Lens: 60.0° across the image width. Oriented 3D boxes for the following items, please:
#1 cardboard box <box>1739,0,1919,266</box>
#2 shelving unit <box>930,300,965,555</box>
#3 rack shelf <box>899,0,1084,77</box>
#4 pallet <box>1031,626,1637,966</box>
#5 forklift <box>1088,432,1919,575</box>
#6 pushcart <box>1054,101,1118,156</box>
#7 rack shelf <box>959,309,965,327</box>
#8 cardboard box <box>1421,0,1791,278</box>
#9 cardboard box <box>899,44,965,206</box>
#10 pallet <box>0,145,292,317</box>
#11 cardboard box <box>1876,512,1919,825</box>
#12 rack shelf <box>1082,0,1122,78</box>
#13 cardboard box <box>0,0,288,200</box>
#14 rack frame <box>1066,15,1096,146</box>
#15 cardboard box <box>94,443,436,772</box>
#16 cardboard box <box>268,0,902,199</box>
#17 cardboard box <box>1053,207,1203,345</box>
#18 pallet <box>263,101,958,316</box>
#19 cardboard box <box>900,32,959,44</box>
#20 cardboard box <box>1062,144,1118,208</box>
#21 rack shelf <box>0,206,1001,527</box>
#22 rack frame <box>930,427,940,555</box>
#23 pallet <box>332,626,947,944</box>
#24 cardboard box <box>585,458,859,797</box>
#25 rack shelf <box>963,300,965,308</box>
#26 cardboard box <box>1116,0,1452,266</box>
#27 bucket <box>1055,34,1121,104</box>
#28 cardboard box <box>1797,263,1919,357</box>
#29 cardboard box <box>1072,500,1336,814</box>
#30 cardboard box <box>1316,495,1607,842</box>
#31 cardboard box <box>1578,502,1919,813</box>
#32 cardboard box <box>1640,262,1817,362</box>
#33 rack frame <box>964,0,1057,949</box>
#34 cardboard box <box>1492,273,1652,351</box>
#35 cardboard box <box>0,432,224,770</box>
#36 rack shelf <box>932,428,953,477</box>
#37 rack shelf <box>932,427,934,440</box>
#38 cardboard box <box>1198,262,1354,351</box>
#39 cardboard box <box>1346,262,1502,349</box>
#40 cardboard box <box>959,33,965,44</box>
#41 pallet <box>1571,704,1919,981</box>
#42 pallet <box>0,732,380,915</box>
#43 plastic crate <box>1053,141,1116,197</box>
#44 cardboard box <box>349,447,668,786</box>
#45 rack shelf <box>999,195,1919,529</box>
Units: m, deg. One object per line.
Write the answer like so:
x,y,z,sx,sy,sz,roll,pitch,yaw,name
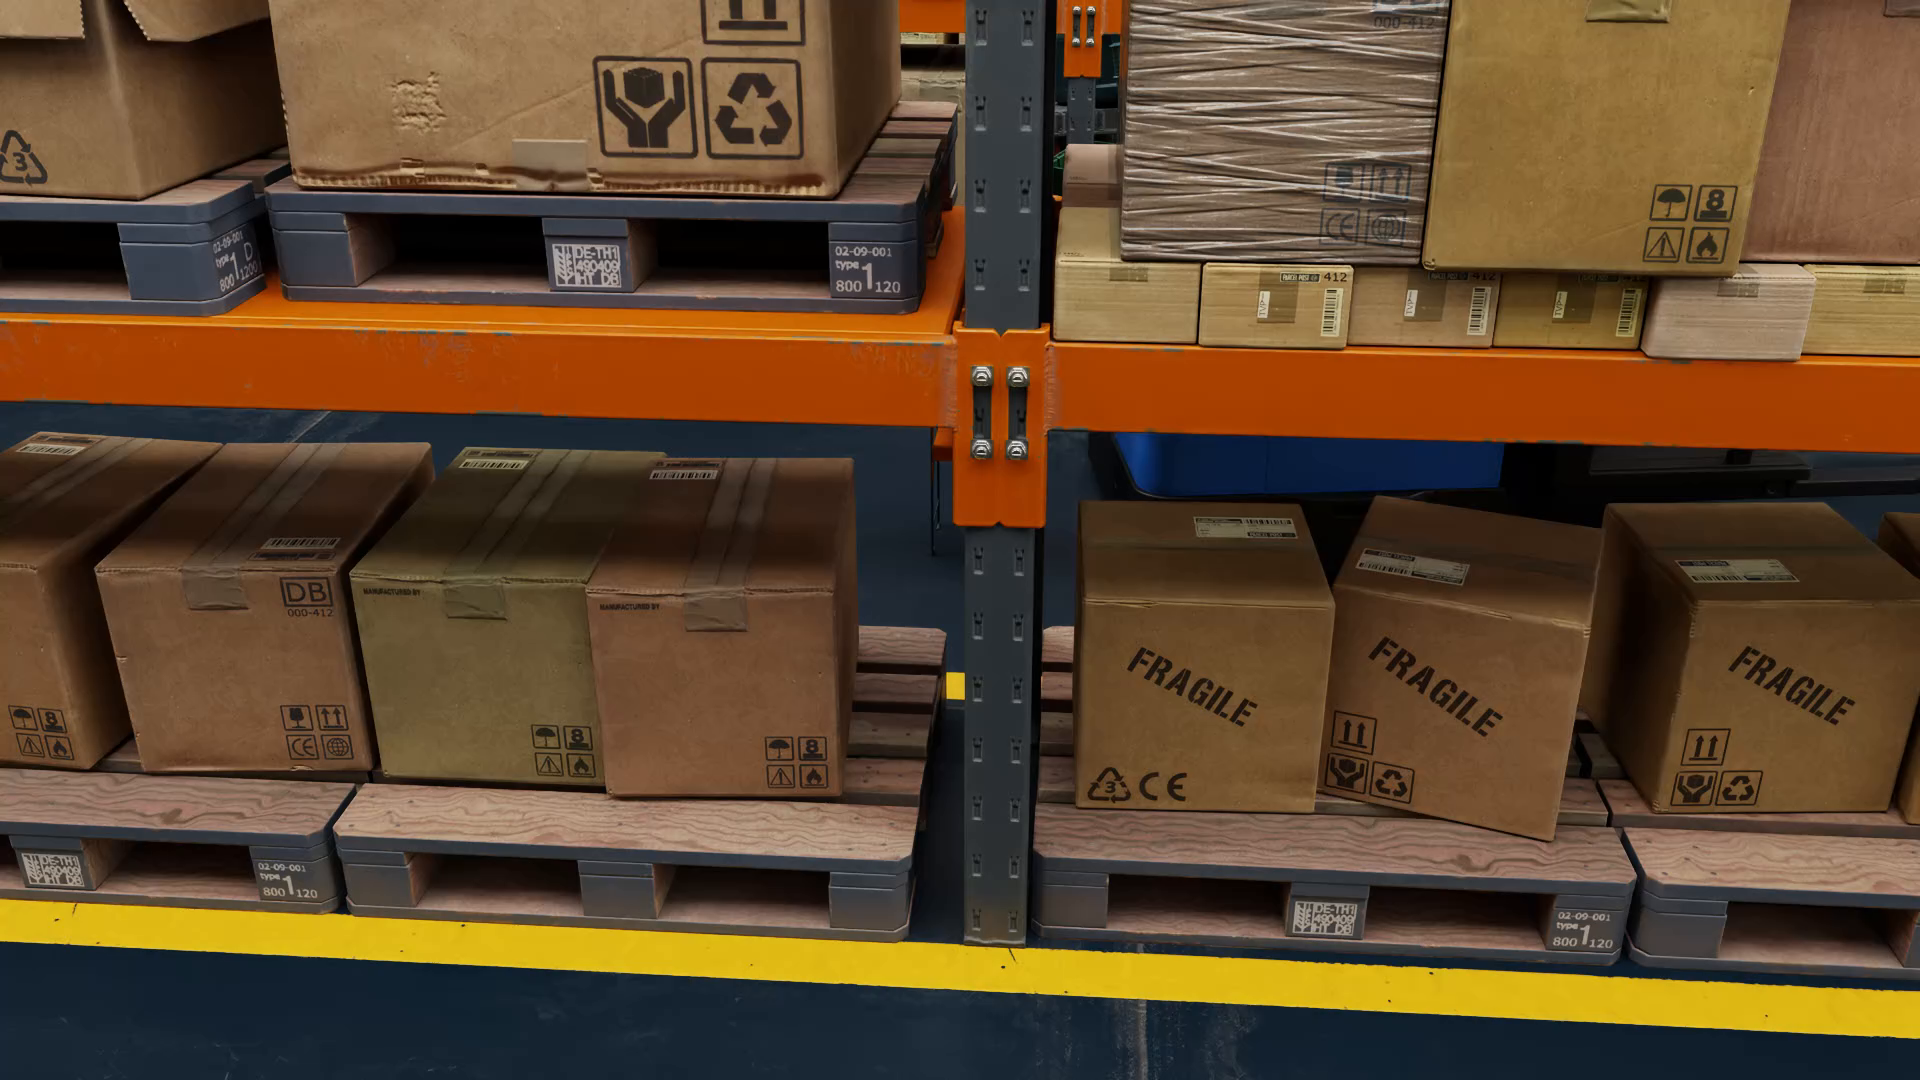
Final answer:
1.555,-0.867,3.071,0.500,0.500,0.875,2,25,4,cardboard box
0.014,-0.545,4.998,0.189,1.200,0.258,2,25,4,shelving unit
-1.404,-2.533,8.026,4.000,0.370,1.077,2,25,4,rack shelf
0.782,0.542,3.820,1.213,0.211,1.003,2,25,4,pallet
1.982,-1.428,4.848,3.031,2.935,1.130,-2,25,-4,forklift
0.743,-2.719,10.707,0.936,0.377,1.648,-7,26,-14,pushcart
0.014,-0.613,4.967,0.180,0.103,0.258,2,25,4,rack shelf
1.049,-0.841,3.014,0.500,0.500,0.875,2,25,4,cardboard box
-0.036,-1.947,8.081,0.750,0.750,1.050,2,25,4,cardboard box
-1.902,-0.726,3.469,1.213,0.211,1.003,2,25,4,pallet
2.255,0.282,3.538,0.500,0.500,0.500,4,25,9,cardboard box
2.584,-2.405,7.748,4.000,0.370,1.077,2,25,4,rack shelf
-1.626,-0.986,3.179,0.637,0.503,0.797,4,25,9,cardboard box
0.590,-2.796,7.737,0.127,3.000,1.000,2,25,4,rack frame
-1.533,0.135,3.833,0.500,0.500,0.700,0,25,-1,cardboard box
-0.672,-1.279,3.220,1.000,1.000,1.000,2,25,4,cardboard box
0.301,-0.485,3.016,0.250,0.149,0.380,2,25,4,cardboard box
-0.642,-0.729,3.476,1.213,0.211,1.003,2,25,4,pallet
-0.372,-3.896,12.770,0.625,0.372,0.950,3,25,7,cardboard box
0.346,-0.733,3.555,0.250,0.149,0.380,2,25,4,cardboard box
-1.885,-0.469,3.541,4.000,0.370,1.077,2,25,4,rack shelf
-0.077,-0.548,5.005,0.006,1.200,0.240,2,25,4,rack frame
-0.667,0.511,3.887,1.213,0.211,1.003,2,25,4,pallet
-0.501,0.176,3.744,0.500,0.500,0.700,0,25,0,cardboard box
0.014,-0.722,4.916,0.180,0.103,0.258,2,25,4,rack shelf
0.553,-0.872,3.081,0.500,0.500,0.875,2,25,4,cardboard box
0.902,-2.956,10.182,0.620,0.611,0.726,1,23,26,bucket
1.549,-0.455,2.952,0.250,0.149,0.380,2,25,4,cardboard box
0.505,0.243,3.622,0.500,0.500,0.500,1,25,2,cardboard box
1.077,0.258,3.589,0.500,0.500,0.500,10,27,21,cardboard box
1.702,0.245,3.617,0.500,0.500,0.500,0,25,-1,cardboard box
1.296,-0.446,2.932,0.250,0.149,0.380,2,25,4,cardboard box
0.109,-0.732,3.251,0.127,3.000,1.000,2,25,4,rack frame
1.050,-0.471,2.986,0.250,0.149,0.380,2,25,4,cardboard box
-2.090,0.117,3.871,0.500,0.500,0.700,4,25,8,cardboard box
0.014,-0.286,5.117,0.180,0.103,0.258,2,25,4,rack shelf
0.014,-0.395,5.067,0.180,0.103,0.258,2,25,4,rack shelf
0.549,-0.472,2.987,0.250,0.149,0.380,2,25,4,cardboard box
0.800,-0.475,2.995,0.250,0.149,0.380,2,25,4,cardboard box
0.345,-3.875,12.723,0.625,0.372,0.950,2,25,5,cardboard box
2.001,0.580,3.737,1.213,0.211,1.003,2,25,4,pallet
-1.887,0.473,3.970,1.213,0.211,1.003,2,25,4,pallet
0.863,-2.085,9.487,0.662,0.188,0.450,16,39,31,plastic crate
-0.975,0.152,3.794,0.500,0.500,0.700,2,25,4,cardboard box
2.103,-0.341,3.263,4.000,0.370,1.077,2,25,4,rack shelf
